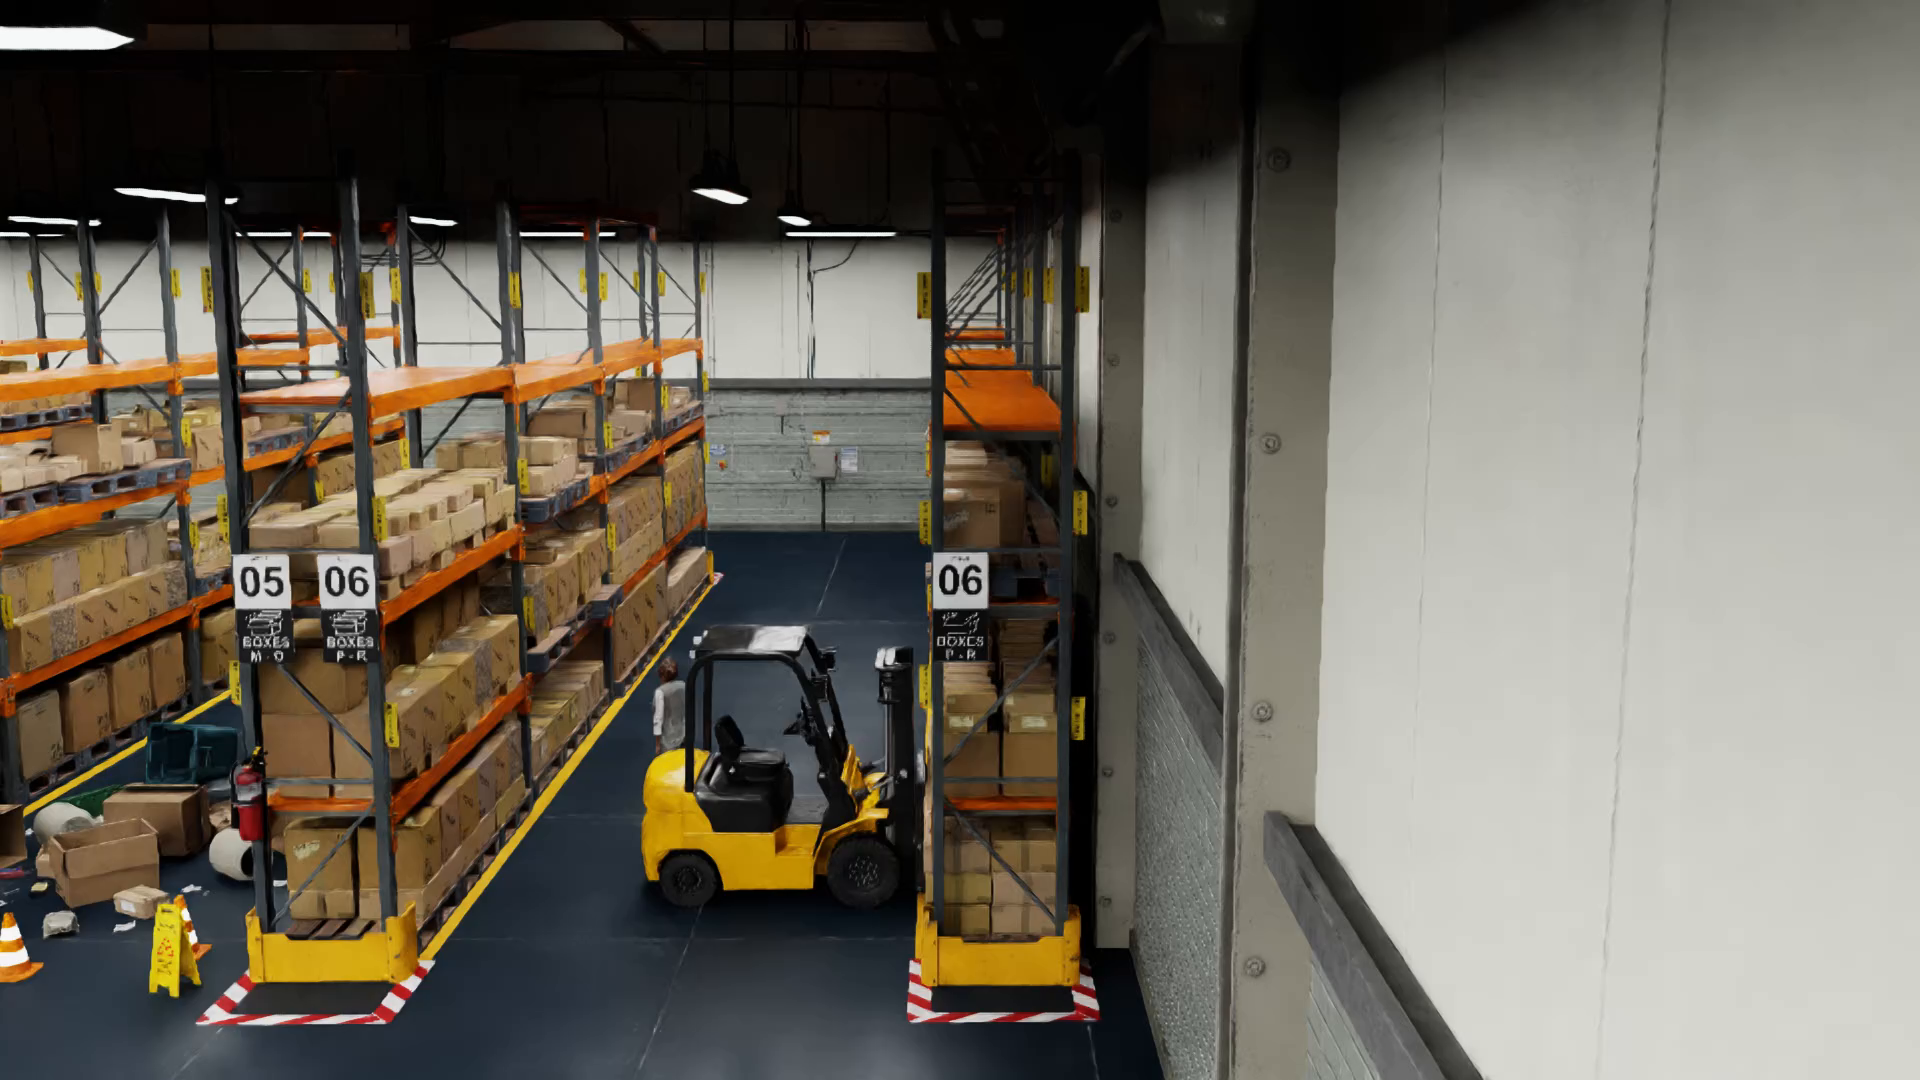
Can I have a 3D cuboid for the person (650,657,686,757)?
[{"bbox_3d":[-2.743,1.885,15.635,0.454,1.599,0.467,5,11,29],"label":"person"}]
